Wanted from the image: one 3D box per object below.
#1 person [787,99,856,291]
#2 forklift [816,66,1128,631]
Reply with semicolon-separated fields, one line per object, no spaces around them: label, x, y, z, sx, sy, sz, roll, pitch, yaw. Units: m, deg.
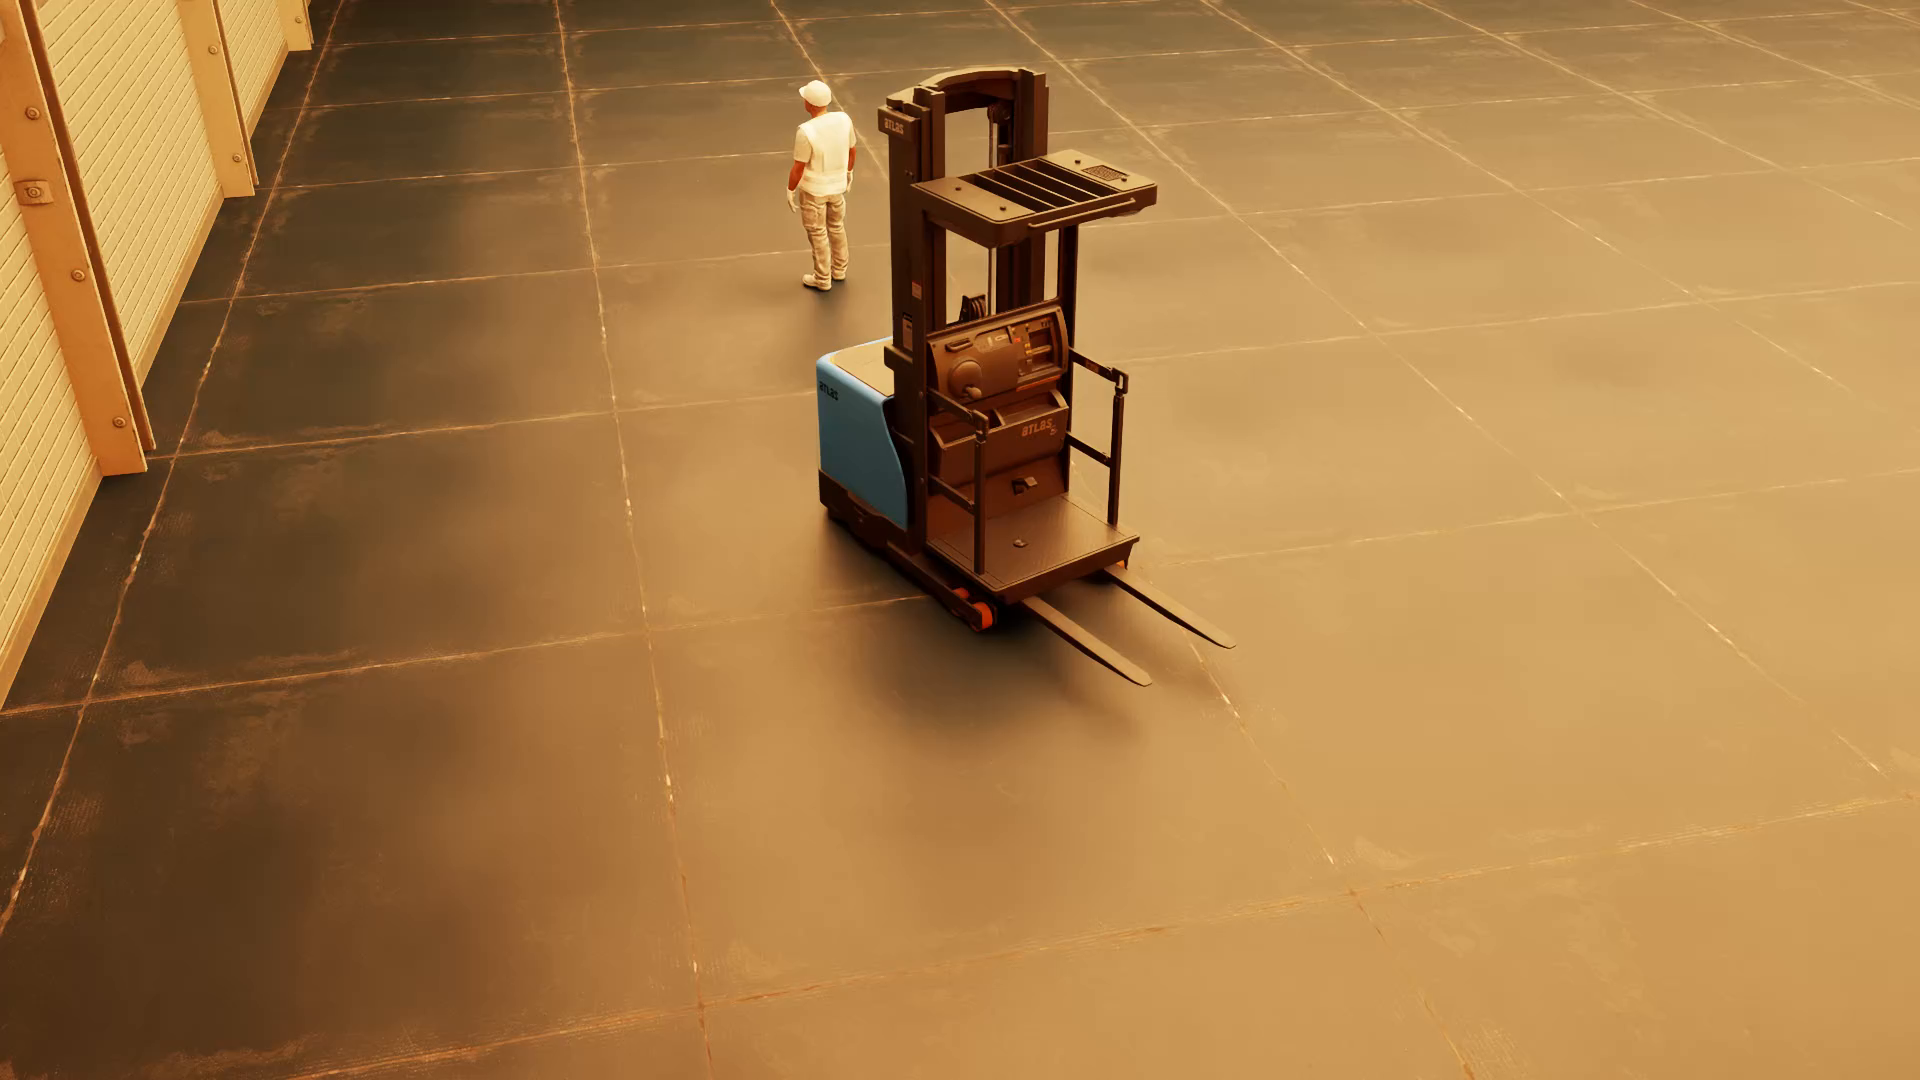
person;-1.187;-2.937;13.815;0.657;1.745;0.577;-23;37;-34
forklift;0.355;-1.021;9.338;1.130;2.935;3.031;-20;35;-30
